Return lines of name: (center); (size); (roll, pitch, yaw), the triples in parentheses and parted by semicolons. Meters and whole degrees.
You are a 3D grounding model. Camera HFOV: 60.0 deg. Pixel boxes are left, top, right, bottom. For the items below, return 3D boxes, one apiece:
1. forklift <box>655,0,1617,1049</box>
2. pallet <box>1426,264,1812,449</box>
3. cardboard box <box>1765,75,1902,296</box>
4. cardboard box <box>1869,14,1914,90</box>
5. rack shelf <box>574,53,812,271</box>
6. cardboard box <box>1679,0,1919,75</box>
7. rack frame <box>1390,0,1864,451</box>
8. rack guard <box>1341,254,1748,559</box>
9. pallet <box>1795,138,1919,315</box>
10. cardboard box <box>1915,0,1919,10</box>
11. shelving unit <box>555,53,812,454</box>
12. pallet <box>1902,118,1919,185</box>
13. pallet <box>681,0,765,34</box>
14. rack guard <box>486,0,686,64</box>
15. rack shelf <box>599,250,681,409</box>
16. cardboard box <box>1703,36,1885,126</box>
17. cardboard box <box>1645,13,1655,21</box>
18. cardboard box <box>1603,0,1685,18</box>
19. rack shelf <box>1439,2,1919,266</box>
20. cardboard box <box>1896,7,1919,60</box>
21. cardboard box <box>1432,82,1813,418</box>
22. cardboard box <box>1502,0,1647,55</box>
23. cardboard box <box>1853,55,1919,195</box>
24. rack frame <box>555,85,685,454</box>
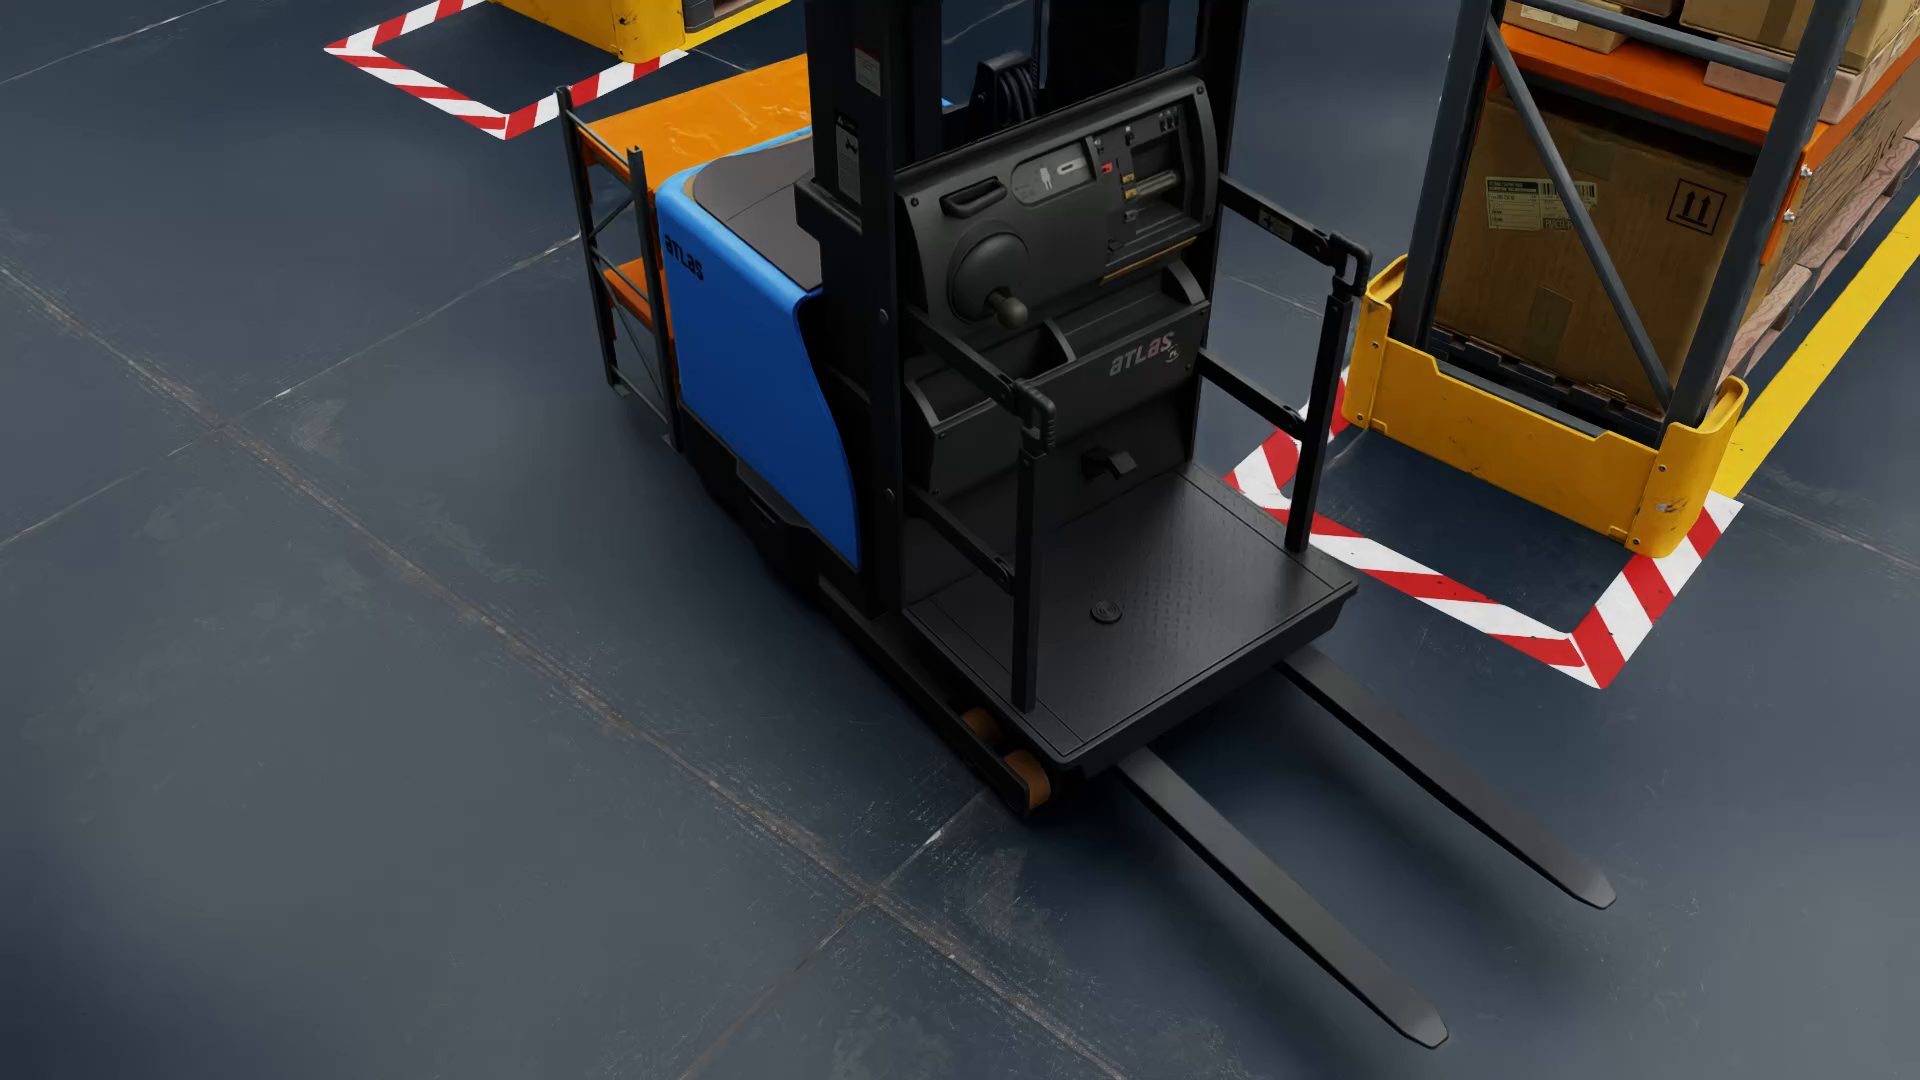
forklift: (0.392, -0.738, 3.883); (1.130, 2.935, 3.031); (-27, 49, -27)
pallet: (2.315, -0.801, 5.974); (1.003, 0.211, 1.213); (29, 50, 28)
cardboard box: (2.796, -1.589, 6.036); (0.875, 0.875, 0.875); (29, 50, 28)
cardboard box: (2.505, -1.467, 4.821); (0.380, 0.149, 0.250); (29, 50, 28)
rack shelf: (-0.675, -1.265, 5.370); (1.000, 0.278, 0.538); (-27, 49, -26)
cardboard box: (2.376, -1.572, 4.640); (0.500, 0.250, 0.500); (28, 49, 27)
rack frame: (1.860, -1.387, 4.546); (1.000, 3.000, 0.127); (29, 50, 28)
rack guard: (1.845, -0.450, 5.373); (1.175, 0.500, 0.348); (29, 50, 28)
pallet: (3.100, -1.427, 6.662); (1.003, 0.211, 1.213); (29, 50, 28)
cardboard box: (2.705, -1.843, 4.937); (0.500, 0.250, 0.500); (29, 50, 28)
shelving unit: (-0.675, -1.049, 5.567); (1.048, 1.125, 0.538); (-27, 49, -26)
pallet: (3.885, -2.058, 7.356); (1.003, 0.211, 1.213); (29, 50, 28)
pallet: (-1.272, -2.997, 8.389); (1.003, 0.211, 1.213); (29, 50, 28)
rack guard: (-1.822, -2.701, 7.849); (1.175, 0.500, 0.348); (29, 50, 28)
rack shelf: (-0.675, -0.868, 5.732); (1.000, 0.278, 0.538); (-27, 49, -26)
cardboard box: (2.341, -1.334, 4.675); (0.380, 0.149, 0.250); (30, 50, 29)
cardboard box: (2.003, -1.755, 5.137); (0.380, 0.149, 0.250); (30, 50, 29)
cardboard box: (1.969, -1.806, 4.897); (0.500, 0.250, 0.500); (29, 50, 28)
rack shelf: (3.147, -2.151, 5.921); (1.077, 0.370, 4.000); (29, 50, 28)
cardboard box: (2.670, -1.599, 4.966); (0.380, 0.149, 0.250); (28, 49, 28)
cardboard box: (2.211, -1.121, 5.520); (0.875, 0.875, 0.875); (29, 50, 28)
cardboard box: (1.837, -1.620, 4.989); (0.380, 0.149, 0.250); (30, 50, 29)
cardboard box: (3.369, -2.048, 6.540); (0.875, 0.875, 0.875); (29, 50, 28)
rack frame: (-1.083, -0.844, 5.342); (0.032, 1.125, 0.500); (-27, 49, -26)
